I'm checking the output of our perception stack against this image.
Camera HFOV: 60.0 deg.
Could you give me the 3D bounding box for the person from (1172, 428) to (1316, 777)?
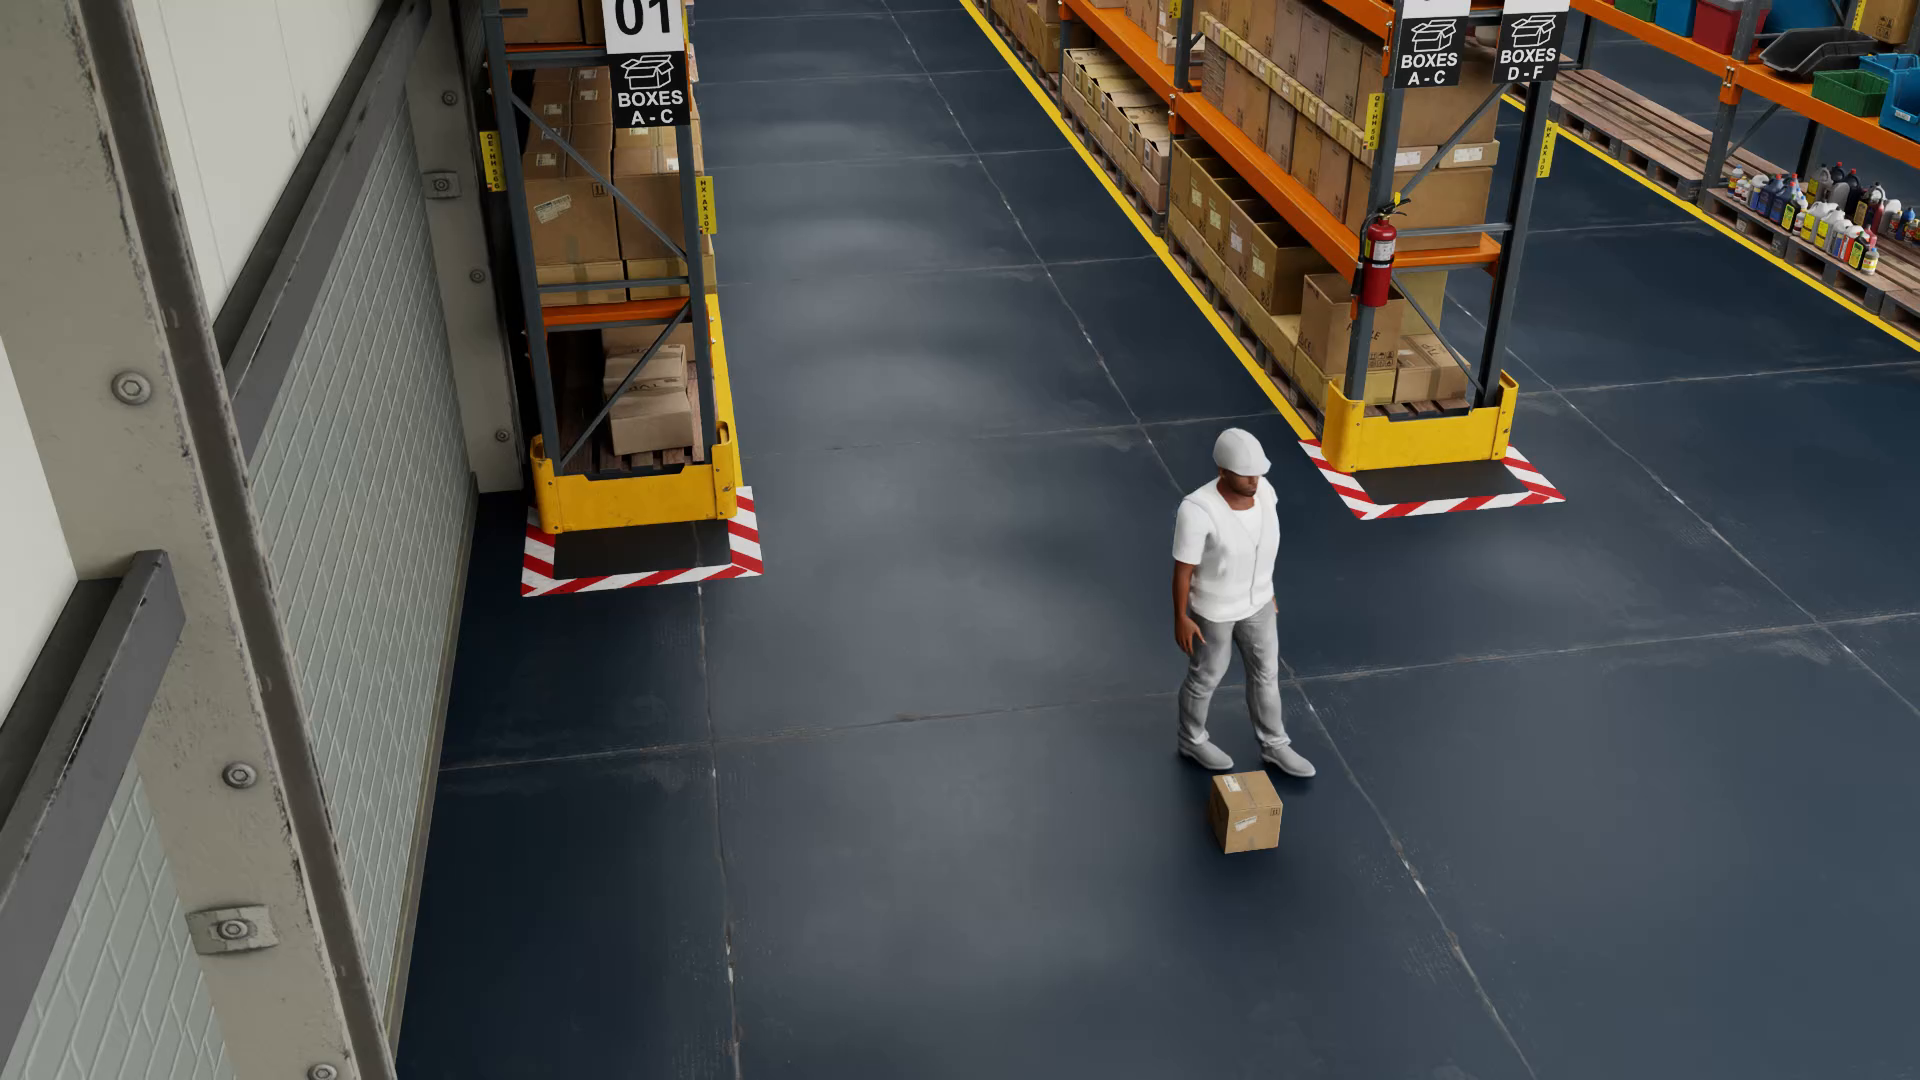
[{"bbox_3d":[1.296,0.339,7.525,0.586,1.768,0.617,-19,35,-28],"label":"person"}]
